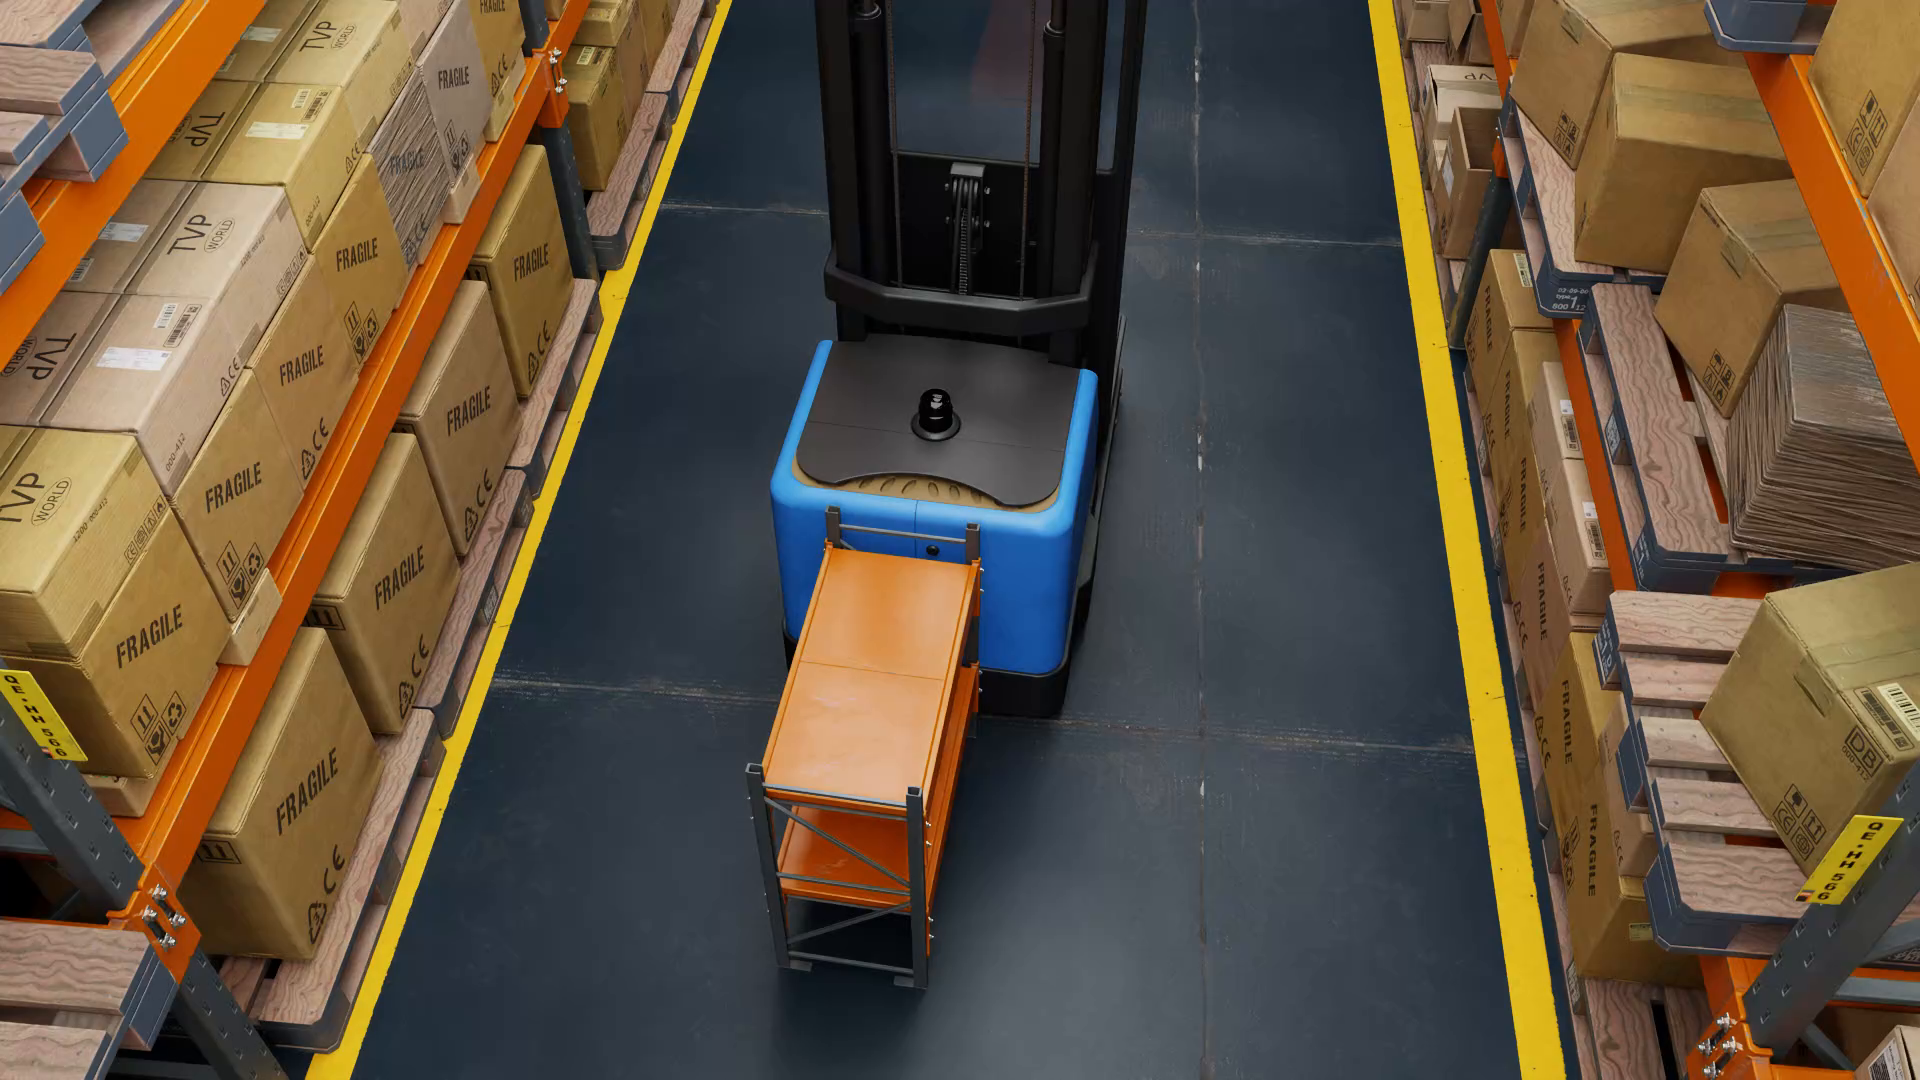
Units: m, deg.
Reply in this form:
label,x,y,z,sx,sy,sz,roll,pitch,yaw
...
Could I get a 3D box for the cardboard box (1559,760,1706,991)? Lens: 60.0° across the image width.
label,x,y,z,sx,sy,sz,roll,pitch,yaw
cardboard box,2.215,1.045,5.183,0.500,0.500,0.500,6,48,5

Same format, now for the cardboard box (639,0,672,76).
label,x,y,z,sx,sy,sz,roll,pitch,yaw
cardboard box,-1.937,-2.804,8.717,0.700,0.500,0.500,5,48,4

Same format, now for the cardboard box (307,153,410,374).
label,x,y,z,sx,sy,sz,roll,pitch,yaw
cardboard box,-2.128,-0.890,5.274,0.500,0.500,0.500,5,48,5

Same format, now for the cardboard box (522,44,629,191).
label,x,y,z,sx,sy,sz,roll,pitch,yaw
cardboard box,-2.035,-2.058,8.035,0.700,0.500,0.500,4,48,4

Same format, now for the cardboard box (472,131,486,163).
label,x,y,z,sx,sy,sz,roll,pitch,yaw
cardboard box,-2.023,-1.497,6.269,0.380,0.149,0.250,5,48,5

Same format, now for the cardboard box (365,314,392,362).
label,x,y,z,sx,sy,sz,roll,pitch,yaw
cardboard box,-2.150,-0.746,5.583,0.380,0.149,0.250,5,48,5

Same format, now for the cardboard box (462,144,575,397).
label,x,y,z,sx,sy,sz,roll,pitch,yaw
cardboard box,-2.135,-1.147,6.964,0.750,0.750,0.750,4,48,4

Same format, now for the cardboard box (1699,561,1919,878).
label,x,y,z,sx,sy,sz,roll,pitch,yaw
cardboard box,2.308,0.407,4.019,0.700,0.500,0.500,-11,48,-10

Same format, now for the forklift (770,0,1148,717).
label,x,y,z,sx,sy,sz,roll,pitch,yaw
forklift,0.106,-1.447,6.113,1.130,2.935,3.031,7,48,7

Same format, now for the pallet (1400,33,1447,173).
label,x,y,z,sx,sy,sz,roll,pitch,yaw
pallet,2.900,-2.349,8.781,1.003,0.211,1.213,4,48,4

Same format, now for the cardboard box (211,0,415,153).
label,x,y,z,sx,sy,sz,roll,pitch,yaw
cardboard box,-2.096,-1.501,5.325,0.500,0.250,0.500,5,48,4

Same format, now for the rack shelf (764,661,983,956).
label,x,y,z,sx,sy,sz,roll,pitch,yaw
rack shelf,-0.268,0.843,5.574,0.538,0.278,1.000,7,48,6

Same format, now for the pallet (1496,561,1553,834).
label,x,y,z,sx,sy,sz,roll,pitch,yaw
pallet,2.583,0.554,6.126,1.003,0.211,1.213,4,48,4

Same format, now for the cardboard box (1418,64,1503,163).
label,x,y,z,sx,sy,sz,roll,pitch,yaw
cardboard box,2.566,-2.116,8.203,0.500,0.311,0.500,4,48,4

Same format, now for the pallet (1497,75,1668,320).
label,x,y,z,sx,sy,sz,roll,pitch,yaw
pallet,2.546,-1.242,6.009,1.003,0.211,1.213,4,48,4

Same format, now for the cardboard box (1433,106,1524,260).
label,x,y,z,sx,sy,sz,roll,pitch,yaw
cardboard box,2.497,-1.629,7.629,0.500,0.500,0.500,4,48,4

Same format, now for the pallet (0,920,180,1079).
label,x,y,z,sx,sy,sz,roll,pitch,yaw
pallet,-2.529,1.318,3.668,1.213,0.211,1.003,4,48,4

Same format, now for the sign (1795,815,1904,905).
label,x,y,z,sx,sy,sz,roll,pitch,yaw
sign,1.822,0.659,3.409,0.100,0.325,0.005,4,48,4

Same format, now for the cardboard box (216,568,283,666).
label,x,y,z,sx,sy,sz,roll,pitch,yaw
cardboard box,-2.169,0.200,4.717,0.380,0.149,0.250,5,48,5

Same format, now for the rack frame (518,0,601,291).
label,x,y,z,sx,sy,sz,roll,pitch,yaw
rack frame,-2.206,-2.217,6.771,1.000,3.000,0.127,4,48,4

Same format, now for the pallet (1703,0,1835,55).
label,x,y,z,sx,sy,sz,roll,pitch,yaw
pallet,2.507,-1.599,4.300,1.213,0.211,1.003,4,48,4

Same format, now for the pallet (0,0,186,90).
label,x,y,z,sx,sy,sz,roll,pitch,yaw
pallet,-2.465,-1.525,4.233,1.003,0.211,1.213,6,48,5

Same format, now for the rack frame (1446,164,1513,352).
label,x,y,z,sx,sy,sz,roll,pitch,yaw
rack frame,2.728,-1.887,6.469,1.000,3.000,0.127,4,48,4

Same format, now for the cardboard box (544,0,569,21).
label,x,y,z,sx,sy,sz,roll,pitch,yaw
cardboard box,-2.140,-2.716,7.024,0.980,0.700,0.700,5,48,4

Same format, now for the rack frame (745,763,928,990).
label,x,y,z,sx,sy,sz,roll,pitch,yaw
rack frame,-0.353,1.048,5.055,0.500,1.125,0.032,7,48,6

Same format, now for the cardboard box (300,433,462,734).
label,x,y,z,sx,sy,sz,roll,pitch,yaw
cardboard box,-2.286,0.131,5.795,0.750,0.750,0.750,4,48,3

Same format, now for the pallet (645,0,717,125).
label,x,y,z,sx,sy,sz,roll,pitch,yaw
pallet,-1.950,-2.728,9.128,1.003,0.211,1.213,4,48,4

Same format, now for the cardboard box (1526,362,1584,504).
label,x,y,z,sx,sy,sz,roll,pitch,yaw
cardboard box,2.350,-0.371,5.970,0.500,0.250,0.500,4,48,4

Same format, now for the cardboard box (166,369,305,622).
label,x,y,z,sx,sy,sz,roll,pitch,yaw
cardboard box,-2.214,-0.142,4.591,0.500,0.500,0.500,5,48,5

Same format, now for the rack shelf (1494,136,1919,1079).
label,x,y,z,sx,sy,sz,roll,pitch,yaw
rack shelf,2.545,-0.174,5.390,1.077,0.370,4.000,4,48,4

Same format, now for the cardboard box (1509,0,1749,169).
label,x,y,z,sx,sy,sz,roll,pitch,yaw
cardboard box,2.462,-1.729,5.972,0.700,0.500,0.500,-11,48,-10

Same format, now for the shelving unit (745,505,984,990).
label,x,y,z,sx,sy,sz,roll,pitch,yaw
shelving unit,-0.268,0.678,5.393,0.538,1.125,1.048,7,48,6

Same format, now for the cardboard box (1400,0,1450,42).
label,x,y,z,sx,sy,sz,roll,pitch,yaw
cardboard box,2.669,-2.931,8.989,0.500,0.250,0.500,4,48,4

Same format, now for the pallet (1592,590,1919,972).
label,x,y,z,sx,sy,sz,roll,pitch,yaw
pallet,2.355,0.615,4.311,1.213,0.211,1.003,4,48,4

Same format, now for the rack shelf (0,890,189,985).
label,x,y,z,sx,sy,sz,roll,pitch,yaw
rack shelf,-2.753,2.435,3.004,1.077,0.370,4.000,4,48,4

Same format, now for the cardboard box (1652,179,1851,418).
label,x,y,z,sx,sy,sz,roll,pitch,yaw
cardboard box,2.628,-0.760,5.086,0.700,0.500,0.500,-7,48,-6

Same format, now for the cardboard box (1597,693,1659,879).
label,x,y,z,sx,sy,sz,roll,pitch,yaw
cardboard box,2.216,0.750,4.945,0.500,0.250,0.500,6,48,5

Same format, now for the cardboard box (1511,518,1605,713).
label,x,y,z,sx,sy,sz,roll,pitch,yaw
cardboard box,2.304,0.279,5.884,0.500,0.500,0.500,2,48,2

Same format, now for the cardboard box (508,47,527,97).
label,x,y,z,sx,sy,sz,roll,pitch,yaw
cardboard box,-1.955,-1.871,6.612,0.380,0.149,0.250,4,48,4

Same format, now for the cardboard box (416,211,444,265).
label,x,y,z,sx,sy,sz,roll,pitch,yaw
cardboard box,-2.076,-1.124,5.928,0.380,0.149,0.250,4,48,4

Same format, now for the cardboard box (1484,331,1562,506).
label,x,y,z,sx,sy,sz,roll,pitch,yaw
cardboard box,2.403,-0.460,6.559,0.500,0.500,0.500,4,48,4

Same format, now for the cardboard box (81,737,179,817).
label,x,y,z,sx,sy,sz,roll,pitch,yaw
cardboard box,-2.310,0.574,4.375,0.380,0.149,0.250,3,48,3

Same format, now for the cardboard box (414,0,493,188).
label,x,y,z,sx,sy,sz,roll,pitch,yaw
cardboard box,-2.033,-1.626,5.948,0.500,0.500,0.500,4,48,4

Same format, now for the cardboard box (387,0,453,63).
label,x,y,z,sx,sy,sz,roll,pitch,yaw
cardboard box,-2.050,-1.875,5.667,0.500,0.250,0.500,5,48,4

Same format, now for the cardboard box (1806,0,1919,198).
label,x,y,z,sx,sy,sz,roll,pitch,yaw
cardboard box,2.463,-1.073,3.624,0.910,0.500,0.500,4,48,4

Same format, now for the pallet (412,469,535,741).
label,x,y,z,sx,sy,sz,roll,pitch,yaw
pallet,-2.310,0.195,6.454,1.003,0.211,1.213,4,48,4

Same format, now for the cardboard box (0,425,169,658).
label,x,y,z,sx,sy,sz,roll,pitch,yaw
cardboard box,-2.269,-0.009,3.960,0.500,0.250,0.500,5,48,4

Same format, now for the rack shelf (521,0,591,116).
label,x,y,z,sx,sy,sz,roll,pitch,yaw
rack shelf,-2.023,-3.444,8.380,1.077,0.370,4.000,4,48,4
